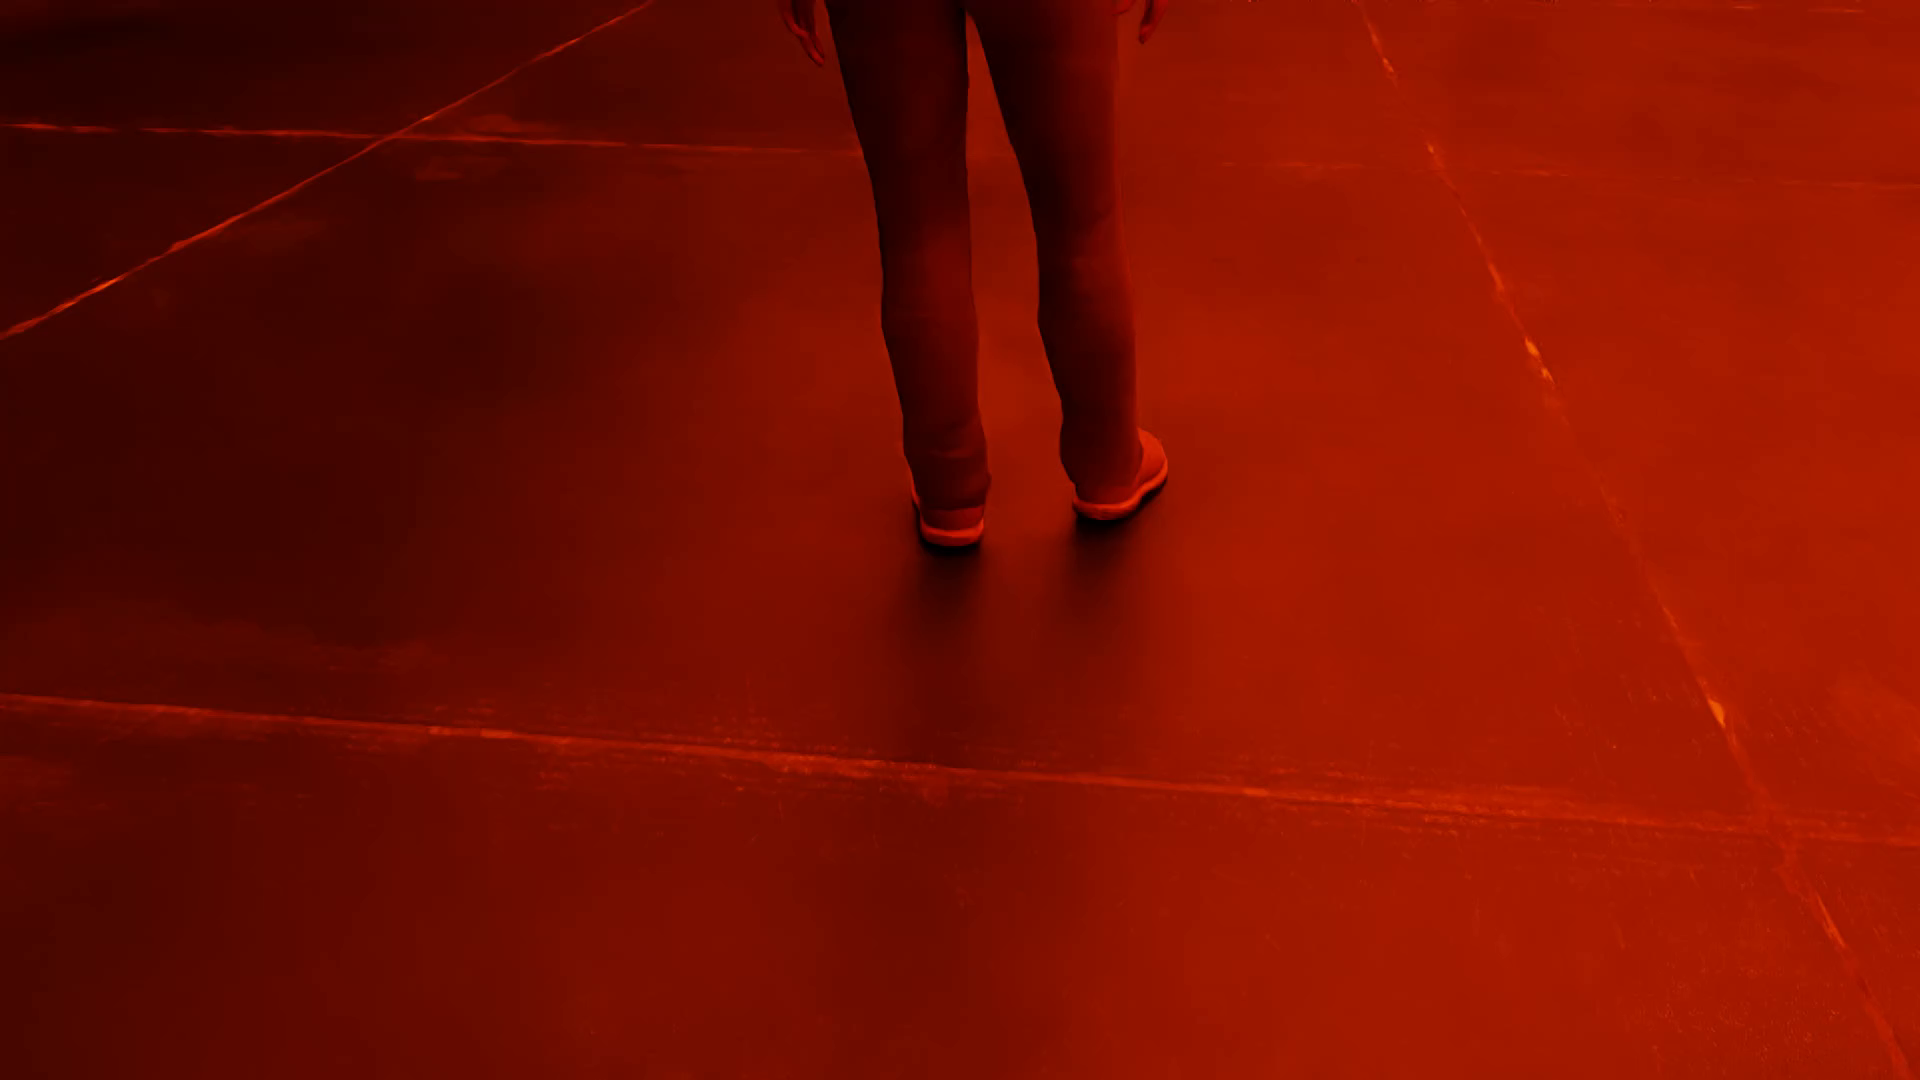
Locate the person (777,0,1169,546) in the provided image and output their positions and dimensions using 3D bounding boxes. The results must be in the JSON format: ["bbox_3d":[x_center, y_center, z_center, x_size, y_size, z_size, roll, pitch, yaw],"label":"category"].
[{"bbox_3d":[0.031,-0.779,2.206,0.570,1.642,0.503,3,27,7],"label":"person"}]
